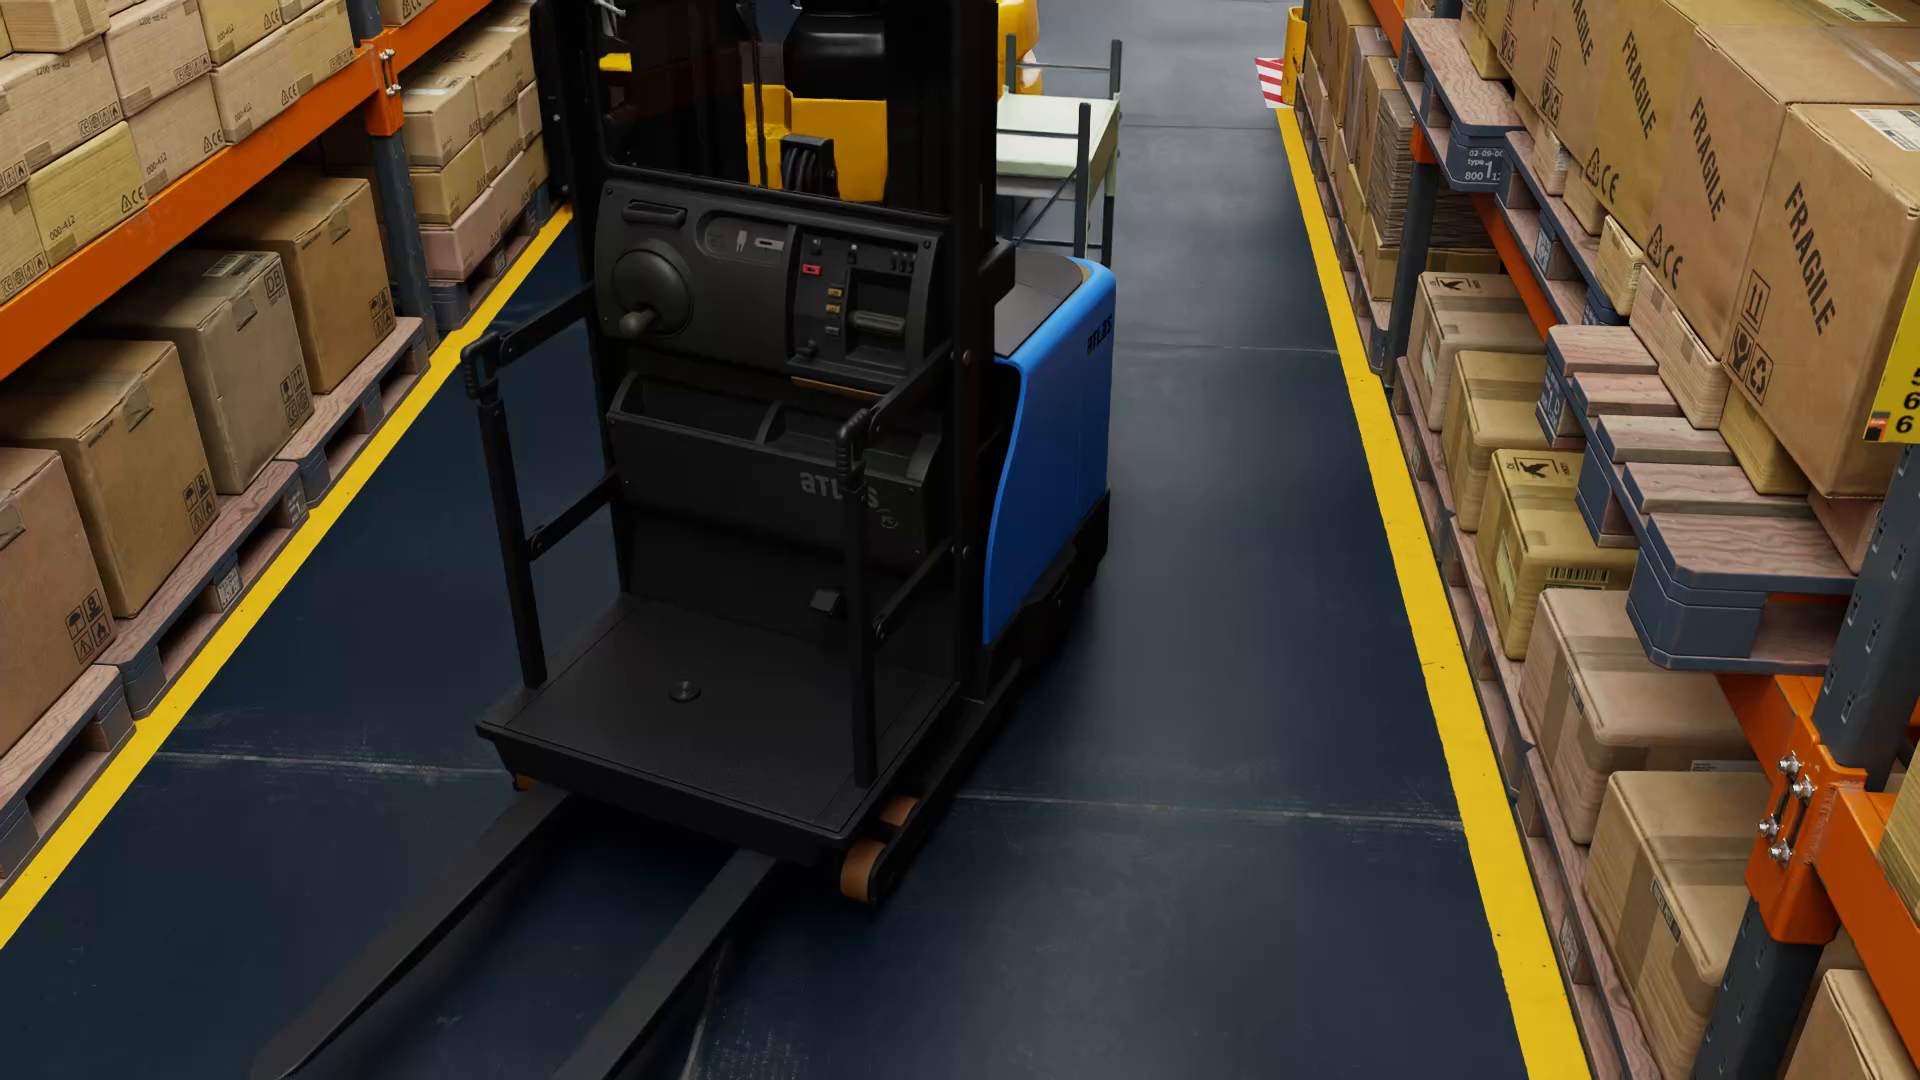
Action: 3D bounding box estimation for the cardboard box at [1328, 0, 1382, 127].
[{"bbox_3d":[2.119,-2.355,8.219,0.500,0.500,0.500,3,32,5],"label":"cardboard box"}]

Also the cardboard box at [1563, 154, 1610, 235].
[{"bbox_3d":[1.737,-0.869,4.141,0.380,0.149,0.250,1,32,2],"label":"cardboard box"}]

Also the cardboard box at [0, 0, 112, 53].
[{"bbox_3d":[-2.550,-1.424,4.487,0.380,0.149,0.250,2,32,3],"label":"cardboard box"}]

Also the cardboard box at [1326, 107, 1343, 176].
[{"bbox_3d":[2.126,-2.032,8.408,0.500,0.250,0.500,5,32,7],"label":"cardboard box"}]

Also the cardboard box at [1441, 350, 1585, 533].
[{"bbox_3d":[2.128,-0.304,5.488,0.950,0.372,0.625,4,32,7],"label":"cardboard box"}]

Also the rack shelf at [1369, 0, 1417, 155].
[{"bbox_3d":[2.386,-2.634,7.850,1.077,0.370,4.000,2,32,4],"label":"rack shelf"}]

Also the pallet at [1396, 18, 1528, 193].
[{"bbox_3d":[2.016,-1.419,5.376,1.003,0.211,1.213,2,32,4],"label":"pallet"}]

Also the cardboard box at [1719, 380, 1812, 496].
[{"bbox_3d":[1.639,-0.199,3.053,0.380,0.149,0.250,3,32,5],"label":"cardboard box"}]

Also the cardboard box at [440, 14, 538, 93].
[{"bbox_3d":[-2.292,-2.305,7.899,0.500,0.250,0.500,3,32,6],"label":"cardboard box"}]

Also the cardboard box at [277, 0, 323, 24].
[{"bbox_3d":[-2.510,-1.986,5.779,0.500,0.250,0.500,2,32,3],"label":"cardboard box"}]

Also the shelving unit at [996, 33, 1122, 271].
[{"bbox_3d":[0.277,-0.892,5.767,0.431,1.500,0.755,6,32,10],"label":"shelving unit"}]

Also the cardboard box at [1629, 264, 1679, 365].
[{"bbox_3d":[1.644,-0.464,3.483,0.380,0.149,0.250,1,32,2],"label":"cardboard box"}]

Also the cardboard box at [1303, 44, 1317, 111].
[{"bbox_3d":[2.207,-2.584,9.304,0.500,0.250,0.500,2,32,4],"label":"cardboard box"}]

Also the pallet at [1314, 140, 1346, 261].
[{"bbox_3d":[2.339,-1.699,8.306,1.003,0.211,1.213,2,32,4],"label":"pallet"}]

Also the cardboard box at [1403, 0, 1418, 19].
[{"bbox_3d":[1.959,-2.099,6.536,0.380,0.149,0.250,3,32,5],"label":"cardboard box"}]

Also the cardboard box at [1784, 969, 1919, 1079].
[{"bbox_3d":[1.758,1.281,2.438,0.875,0.875,0.875,2,32,4],"label":"cardboard box"}]

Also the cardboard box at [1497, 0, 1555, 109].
[{"bbox_3d":[1.805,-1.489,4.529,0.500,0.500,0.500,2,32,4],"label":"cardboard box"}]

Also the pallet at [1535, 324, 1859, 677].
[{"bbox_3d":[1.849,-0.098,3.233,1.213,0.211,1.003,2,32,4],"label":"pallet"}]

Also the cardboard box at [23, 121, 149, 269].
[{"bbox_3d":[-2.646,-0.974,4.614,0.500,0.250,0.500,3,32,6],"label":"cardboard box"}]

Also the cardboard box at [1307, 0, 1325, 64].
[{"bbox_3d":[2.206,-2.891,9.088,0.500,0.500,0.500,1,32,2],"label":"cardboard box"}]

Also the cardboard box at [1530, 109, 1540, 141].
[{"bbox_3d":[1.803,-1.147,4.591,0.380,0.149,0.250,3,32,4],"label":"cardboard box"}]

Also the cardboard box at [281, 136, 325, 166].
[{"bbox_3d":[-2.877,-1.804,7.085,0.500,0.250,0.500,3,32,5],"label":"cardboard box"}]

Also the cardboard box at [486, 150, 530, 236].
[{"bbox_3d":[-2.329,-1.617,7.736,0.500,0.250,0.500,2,32,3],"label":"cardboard box"}]

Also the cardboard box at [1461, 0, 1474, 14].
[{"bbox_3d":[1.899,-2.009,5.372,0.500,0.500,0.500,3,32,5],"label":"cardboard box"}]

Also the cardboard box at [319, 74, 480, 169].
[{"bbox_3d":[-2.372,-1.778,7.043,0.500,0.250,0.500,2,32,3],"label":"cardboard box"}]

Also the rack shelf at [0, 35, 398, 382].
[{"bbox_3d":[-2.887,-0.752,4.797,1.077,0.370,4.000,2,32,4],"label":"rack shelf"}]

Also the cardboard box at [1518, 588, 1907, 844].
[{"bbox_3d":[2.005,0.456,4.255,0.950,0.372,0.625,2,32,3],"label":"cardboard box"}]

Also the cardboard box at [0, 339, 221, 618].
[{"bbox_3d":[-2.886,-0.200,5.079,0.875,0.625,0.625,1,32,2],"label":"cardboard box"}]

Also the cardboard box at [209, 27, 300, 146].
[{"bbox_3d":[-2.540,-1.503,5.472,0.500,0.250,0.500,2,32,4],"label":"cardboard box"}]

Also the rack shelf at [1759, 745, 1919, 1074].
[{"bbox_3d":[1.735,1.549,1.062,1.077,0.370,4.000,2,32,4],"label":"rack shelf"}]

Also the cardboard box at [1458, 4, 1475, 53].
[{"bbox_3d":[1.863,-1.690,5.473,0.380,0.149,0.250,3,32,5],"label":"cardboard box"}]

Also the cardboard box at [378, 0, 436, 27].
[{"bbox_3d":[-2.428,-2.368,6.638,0.500,0.500,0.500,2,32,3],"label":"cardboard box"}]

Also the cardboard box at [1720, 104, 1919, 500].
[{"bbox_3d":[1.657,-0.400,2.761,0.500,0.500,0.500,2,32,3],"label":"cardboard box"}]

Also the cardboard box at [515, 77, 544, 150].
[{"bbox_3d":[-2.286,-2.091,8.028,0.500,0.250,0.500,2,32,4],"label":"cardboard box"}]

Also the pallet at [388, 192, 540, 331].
[{"bbox_3d":[-2.618,-1.331,7.709,1.003,0.211,1.213,2,32,4],"label":"pallet"}]

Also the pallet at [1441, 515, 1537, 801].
[{"bbox_3d":[2.064,0.340,4.997,1.003,0.211,1.213,2,32,4],"label":"pallet"}]

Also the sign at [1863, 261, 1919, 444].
[{"bbox_3d":[1.356,-0.280,2.317,0.100,0.325,0.005,2,32,4],"label":"sign"}]

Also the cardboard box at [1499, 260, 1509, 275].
[{"bbox_3d":[2.540,-1.199,7.058,0.500,0.250,0.500,1,32,2],"label":"cardboard box"}]

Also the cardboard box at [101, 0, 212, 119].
[{"bbox_3d":[-2.592,-1.449,4.909,0.500,0.250,0.500,3,32,5],"label":"cardboard box"}]

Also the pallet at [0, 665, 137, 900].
[{"bbox_3d":[-2.944,0.746,4.339,1.003,0.211,1.213,2,32,4],"label":"pallet"}]

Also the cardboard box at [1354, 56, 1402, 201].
[{"bbox_3d":[2.043,-1.809,7.331,0.500,0.500,0.500,3,32,5],"label":"cardboard box"}]

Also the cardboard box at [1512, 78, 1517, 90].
[{"bbox_3d":[1.887,-1.409,5.016,0.380,0.149,0.250,4,32,7],"label":"cardboard box"}]

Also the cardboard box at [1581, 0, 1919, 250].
[{"bbox_3d":[1.728,-0.935,3.629,0.500,0.500,0.500,0,32,1],"label":"cardboard box"}]

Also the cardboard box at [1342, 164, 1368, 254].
[{"bbox_3d":[2.037,-1.502,7.549,0.500,0.250,0.500,2,32,3],"label":"cardboard box"}]

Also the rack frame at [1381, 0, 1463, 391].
[{"bbox_3d":[2.223,-1.894,5.965,1.000,3.000,0.127,2,32,4],"label":"rack frame"}]

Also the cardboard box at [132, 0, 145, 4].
[{"bbox_3d":[-2.579,-1.696,4.929,0.380,0.149,0.250,2,32,3],"label":"cardboard box"}]

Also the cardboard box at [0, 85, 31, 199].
[{"bbox_3d":[-2.668,-0.918,4.047,0.500,0.250,0.500,2,32,3],"label":"cardboard box"}]

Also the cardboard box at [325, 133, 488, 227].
[{"bbox_3d":[-2.377,-1.565,7.175,0.500,0.250,0.500,2,32,4],"label":"cardboard box"}]

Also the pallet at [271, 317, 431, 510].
[{"bbox_3d":[-2.746,-0.530,6.409,1.003,0.211,1.213,2,32,4],"label":"pallet"}]

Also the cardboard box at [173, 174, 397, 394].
[{"bbox_3d":[-2.756,-0.999,6.375,0.875,0.625,0.625,4,32,6],"label":"cardboard box"}]

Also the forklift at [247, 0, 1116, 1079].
[{"bbox_3d":[-0.574,-0.579,3.897,1.130,2.935,3.031,13,34,20],"label":"forklift"}]

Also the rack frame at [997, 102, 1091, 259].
[{"bbox_3d":[0.200,-0.704,5.463,0.400,1.500,0.023,6,32,10],"label":"rack frame"}]

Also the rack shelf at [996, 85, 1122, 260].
[{"bbox_3d":[0.277,-1.224,5.562,0.431,0.370,0.720,6,32,10],"label":"rack shelf"}]
